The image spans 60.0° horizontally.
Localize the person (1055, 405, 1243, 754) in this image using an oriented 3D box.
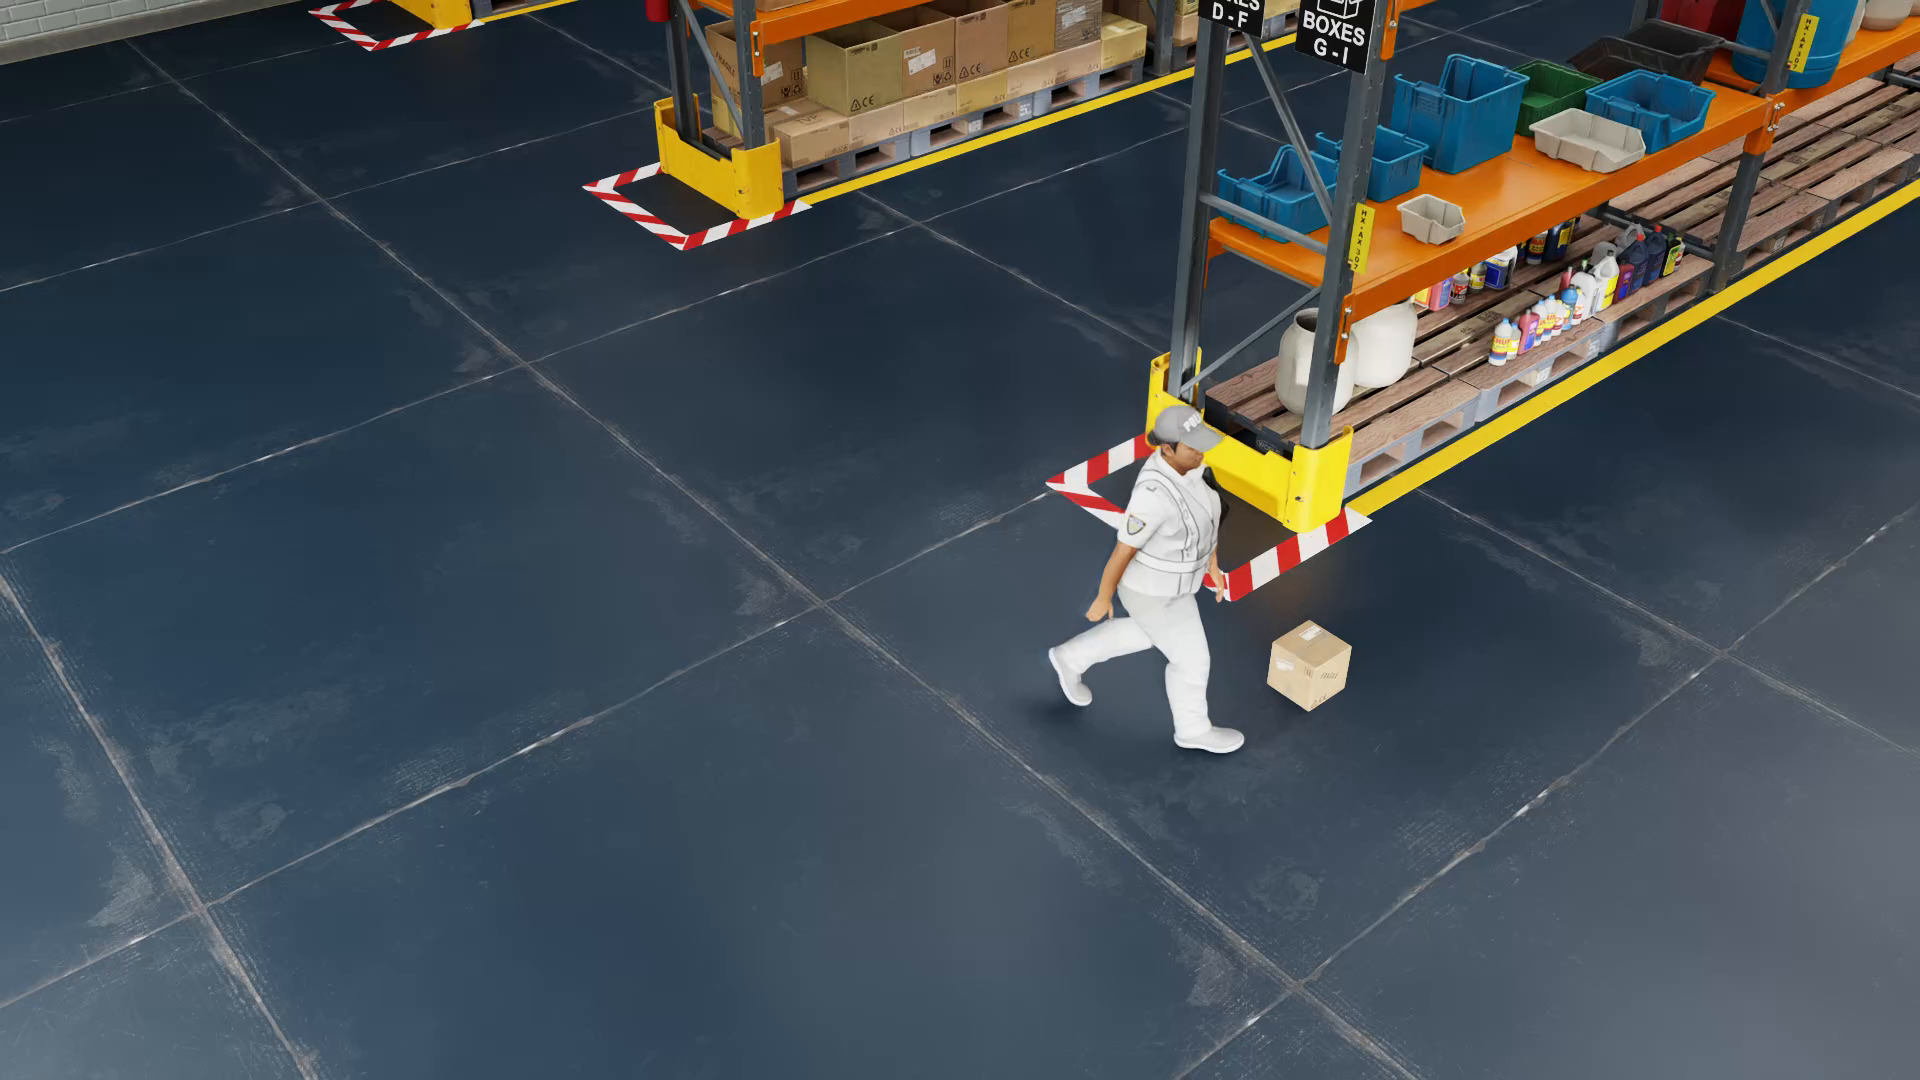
[{"bbox_3d":[0.813,0.142,6.884,0.895,1.623,0.484,13,38,17],"label":"person"}]
